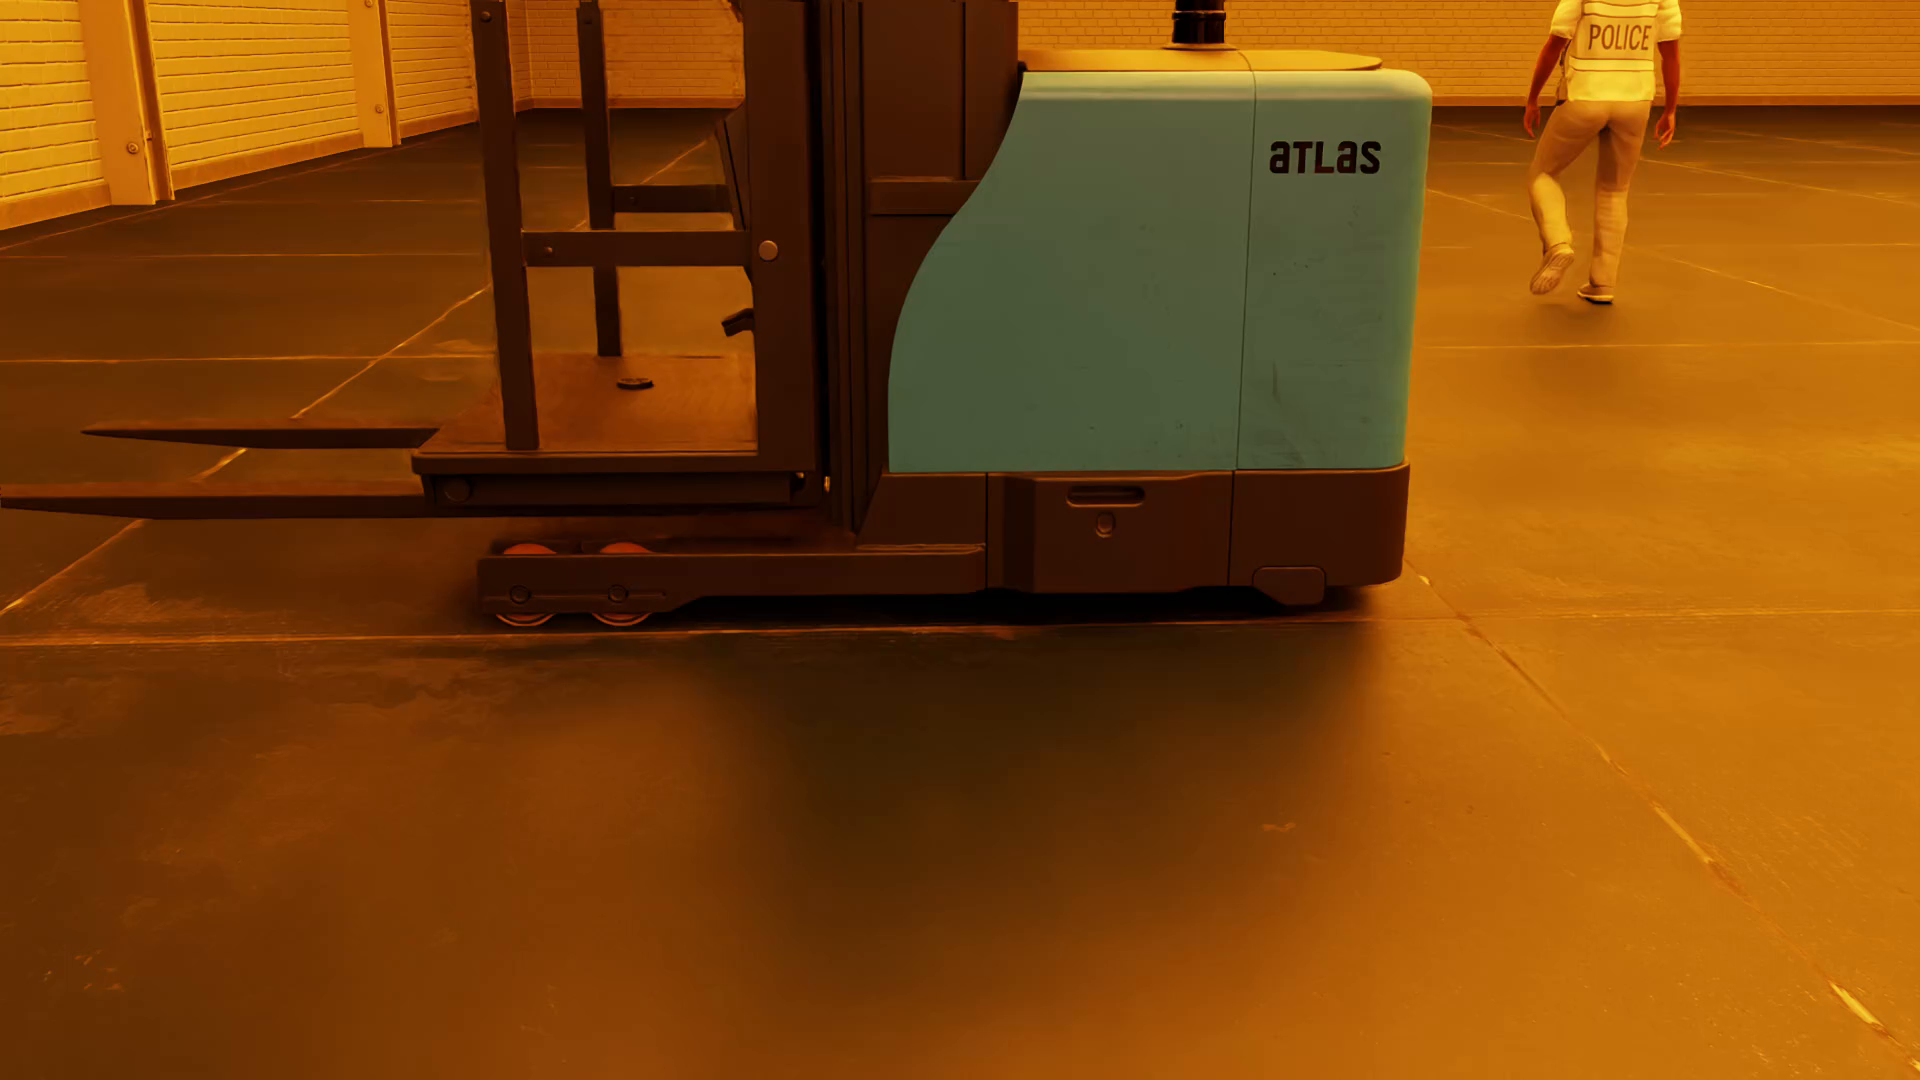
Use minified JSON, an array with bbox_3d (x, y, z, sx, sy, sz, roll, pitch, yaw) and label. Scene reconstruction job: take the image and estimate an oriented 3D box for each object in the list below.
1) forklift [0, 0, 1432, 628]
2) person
[{"bbox_3d":[-0.608,-1.383,3.428,3.031,2.935,1.130,0,17,-1],"label":"forklift"},{"bbox_3d":[2.771,-1.873,7.234,0.604,1.645,0.444,1,17,4],"label":"person"}]
